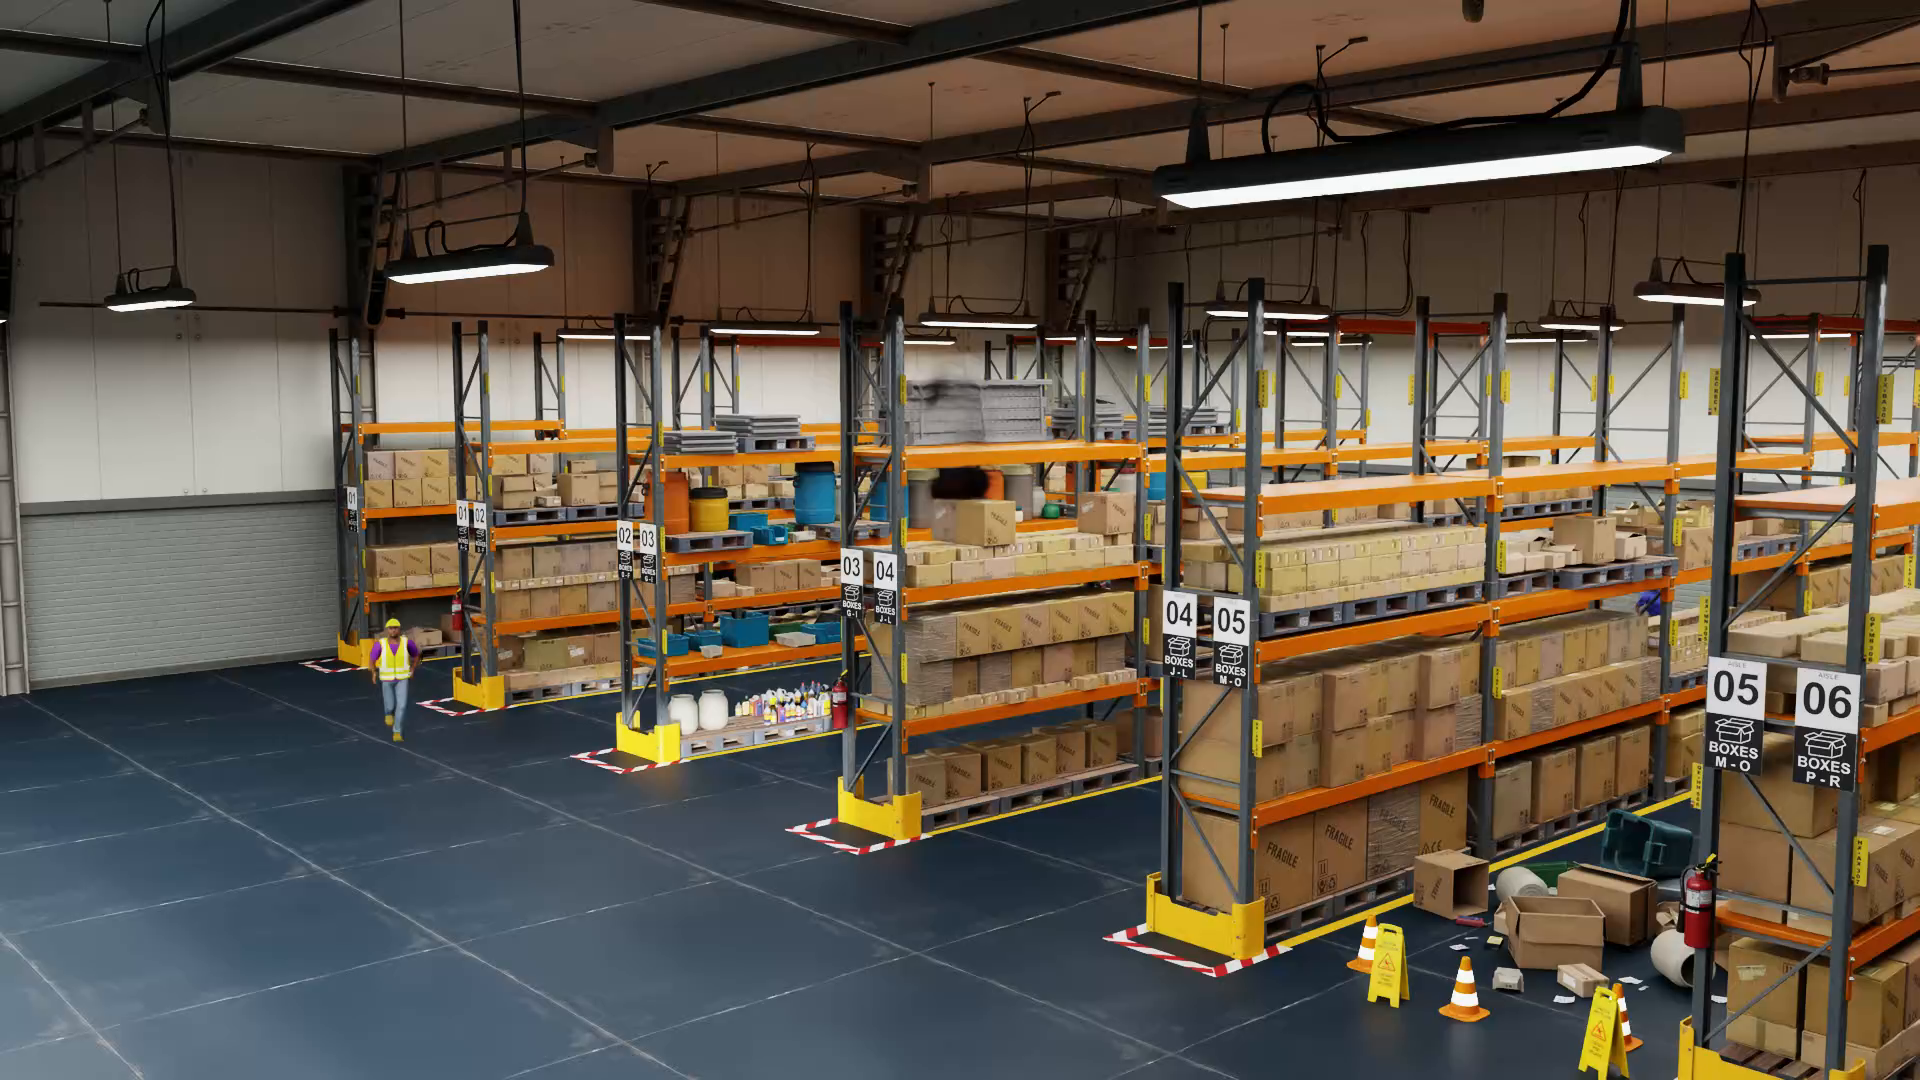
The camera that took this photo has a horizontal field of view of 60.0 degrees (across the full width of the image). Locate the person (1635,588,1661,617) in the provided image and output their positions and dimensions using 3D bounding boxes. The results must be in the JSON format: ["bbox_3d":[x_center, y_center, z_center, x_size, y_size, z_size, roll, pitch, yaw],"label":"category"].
[{"bbox_3d":[12.223,1.466,29.250,0.674,1.631,0.769,-2,6,-20],"label":"person"}]

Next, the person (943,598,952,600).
[{"bbox_3d":[-0.207,1.396,29.806,0.638,1.719,0.876,4,7,37],"label":"person"}]

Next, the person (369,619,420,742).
[{"bbox_3d":[-8.047,1.975,23.710,0.700,1.731,0.663,-2,6,-21],"label":"person"}]
